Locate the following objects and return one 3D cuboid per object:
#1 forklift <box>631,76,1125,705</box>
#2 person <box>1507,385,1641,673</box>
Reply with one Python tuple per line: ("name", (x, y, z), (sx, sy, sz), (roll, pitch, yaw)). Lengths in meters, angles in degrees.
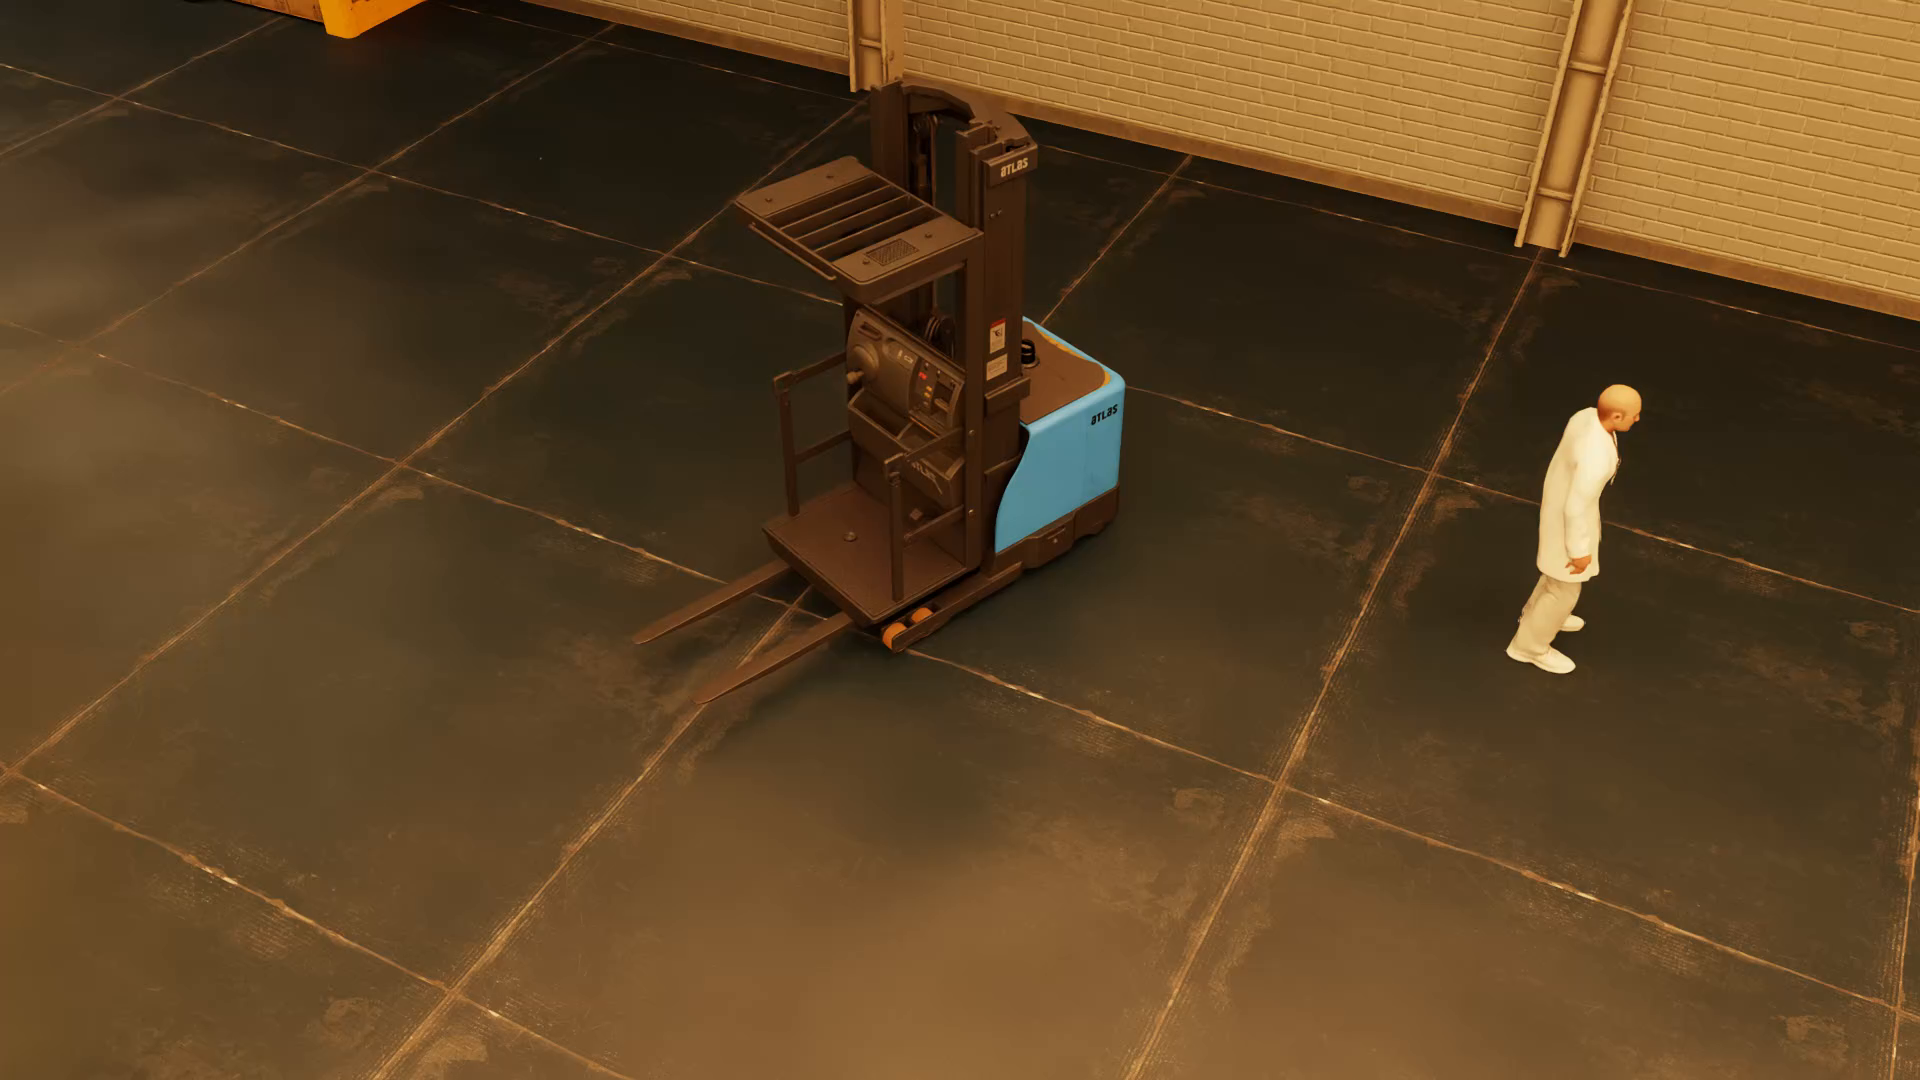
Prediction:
("forklift", (-0.465, -0.867, 9.016), (3.031, 2.935, 1.130), (-29, 48, -30))
("person", (3.346, -0.085, 8.992), (0.455, 1.778, 0.649), (11, 41, 12))
